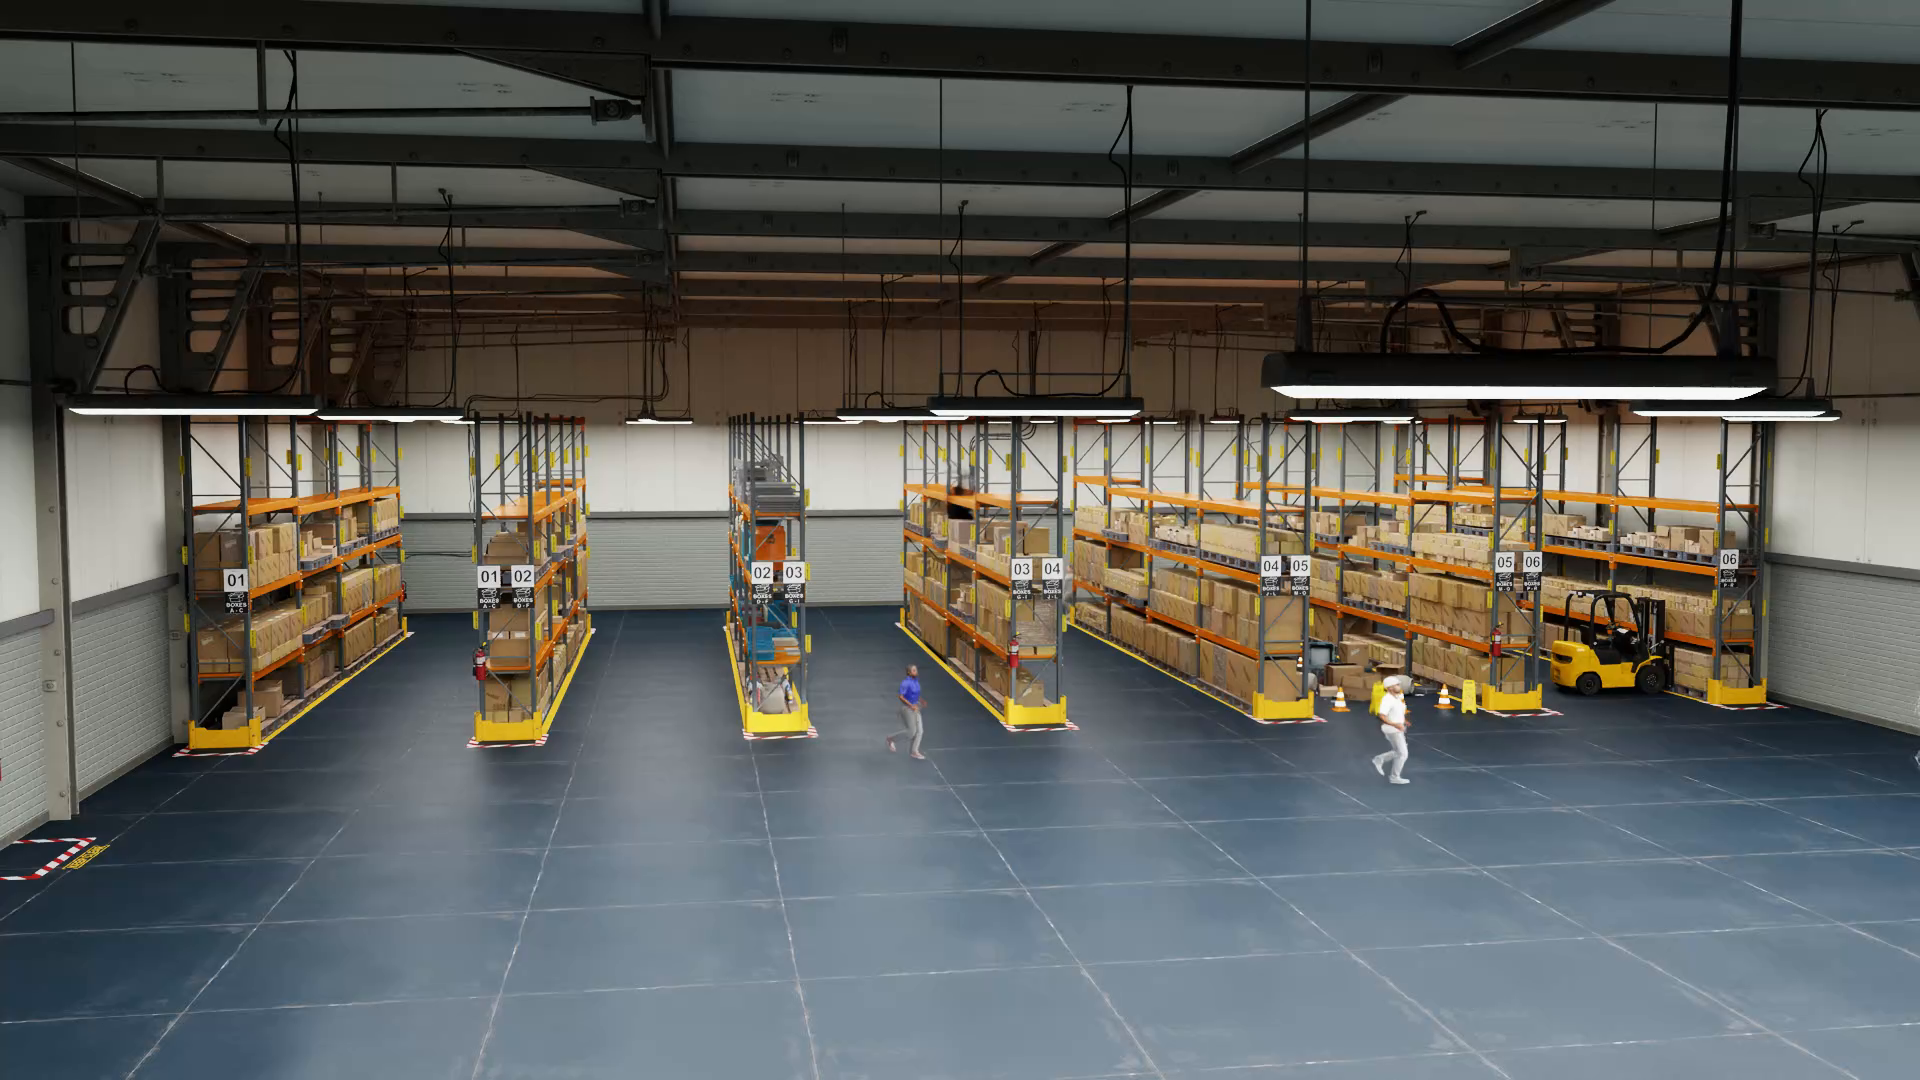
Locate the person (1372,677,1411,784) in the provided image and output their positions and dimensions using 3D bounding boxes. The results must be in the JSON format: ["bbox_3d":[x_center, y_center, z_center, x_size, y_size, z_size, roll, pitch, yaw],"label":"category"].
[{"bbox_3d":[6.914,3.048,26.688,0.625,1.719,0.700,2,4,27],"label":"person"}]

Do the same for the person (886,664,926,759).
[{"bbox_3d":[-0.903,2.964,28.852,0.671,1.639,0.582,2,4,25],"label":"person"}]

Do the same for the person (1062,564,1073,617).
[{"bbox_3d":[3.234,1.539,49.647,0.604,1.605,0.624,-2,4,-22],"label":"person"}]
